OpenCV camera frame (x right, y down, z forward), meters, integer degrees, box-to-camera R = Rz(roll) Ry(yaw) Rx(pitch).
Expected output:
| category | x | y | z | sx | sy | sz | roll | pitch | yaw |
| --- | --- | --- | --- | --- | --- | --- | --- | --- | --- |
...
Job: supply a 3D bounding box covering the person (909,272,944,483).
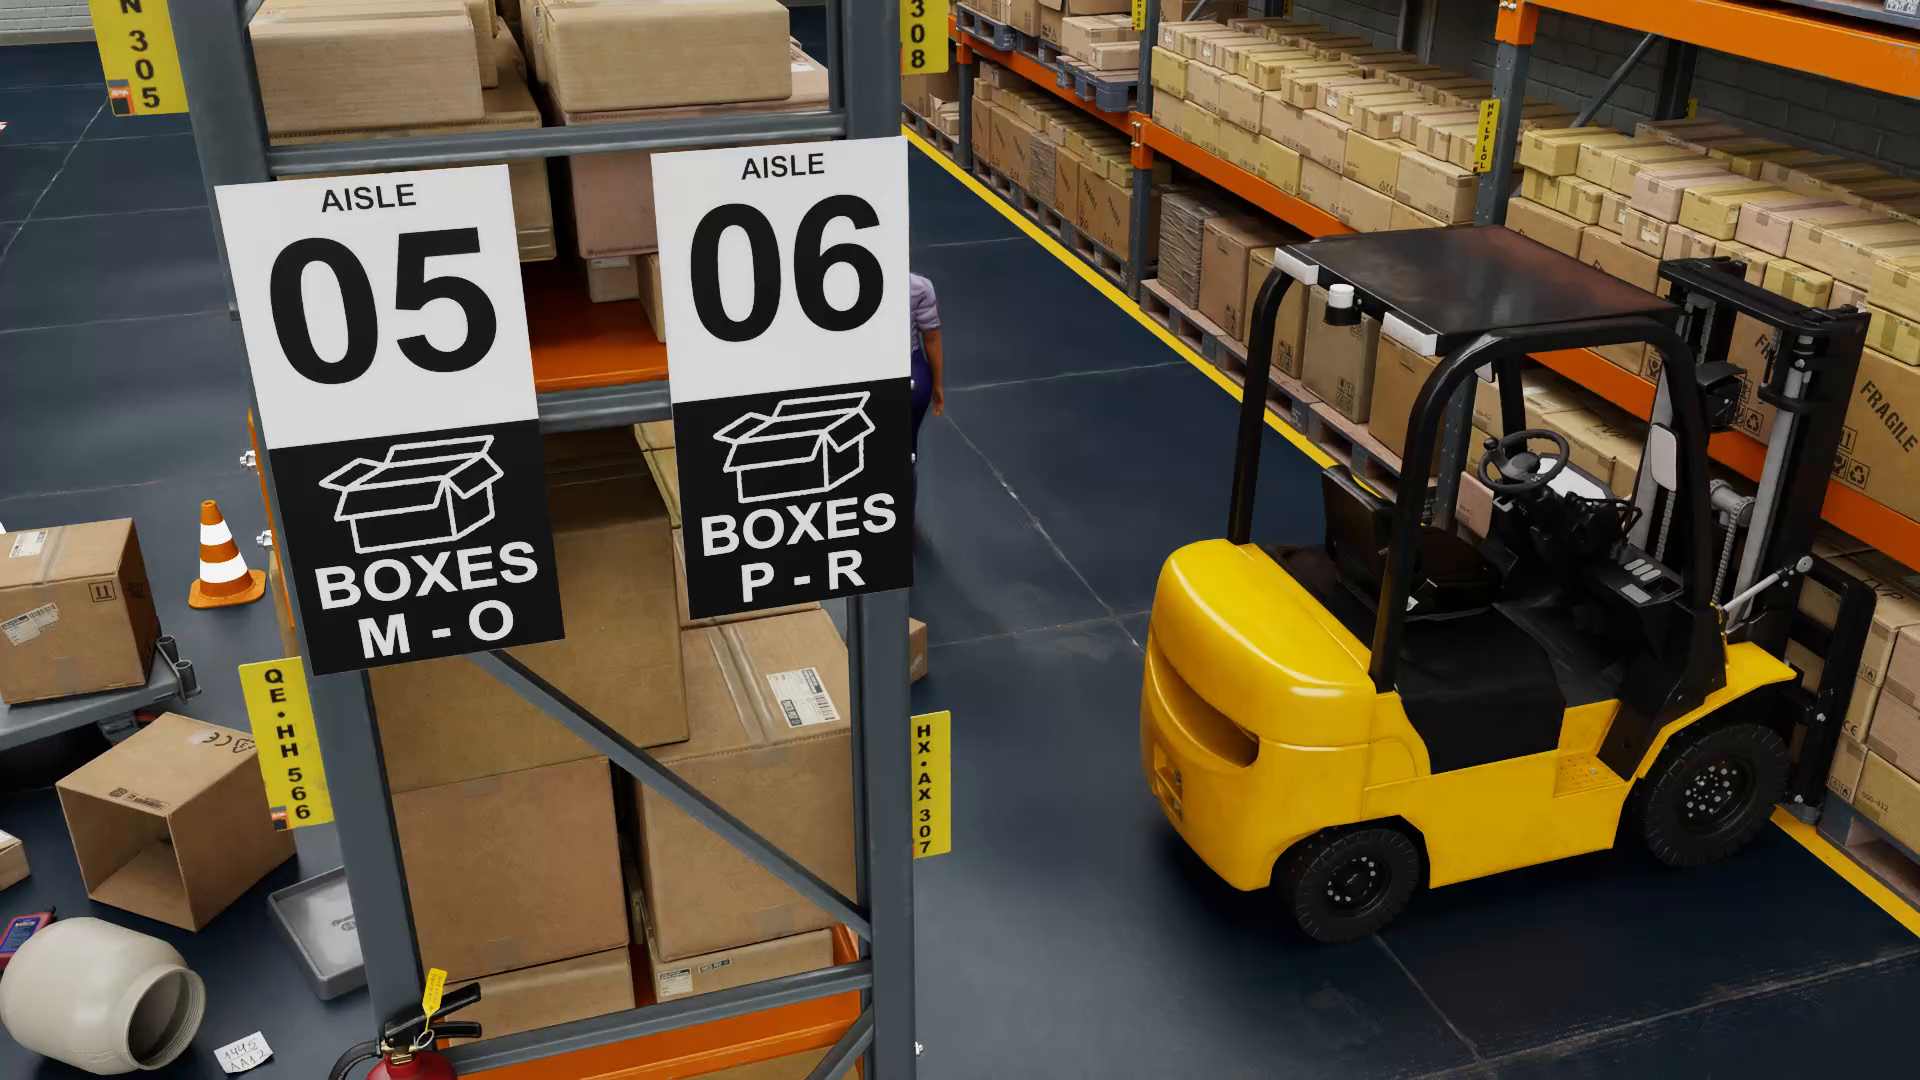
| category | x | y | z | sx | sy | sz | roll | pitch | yaw |
| --- | --- | --- | --- | --- | --- | --- | --- | --- | --- |
| person | -0.367 | -0.729 | 8.146 | 0.501 | 1.707 | 0.694 | -11 | 28 | -20 |
